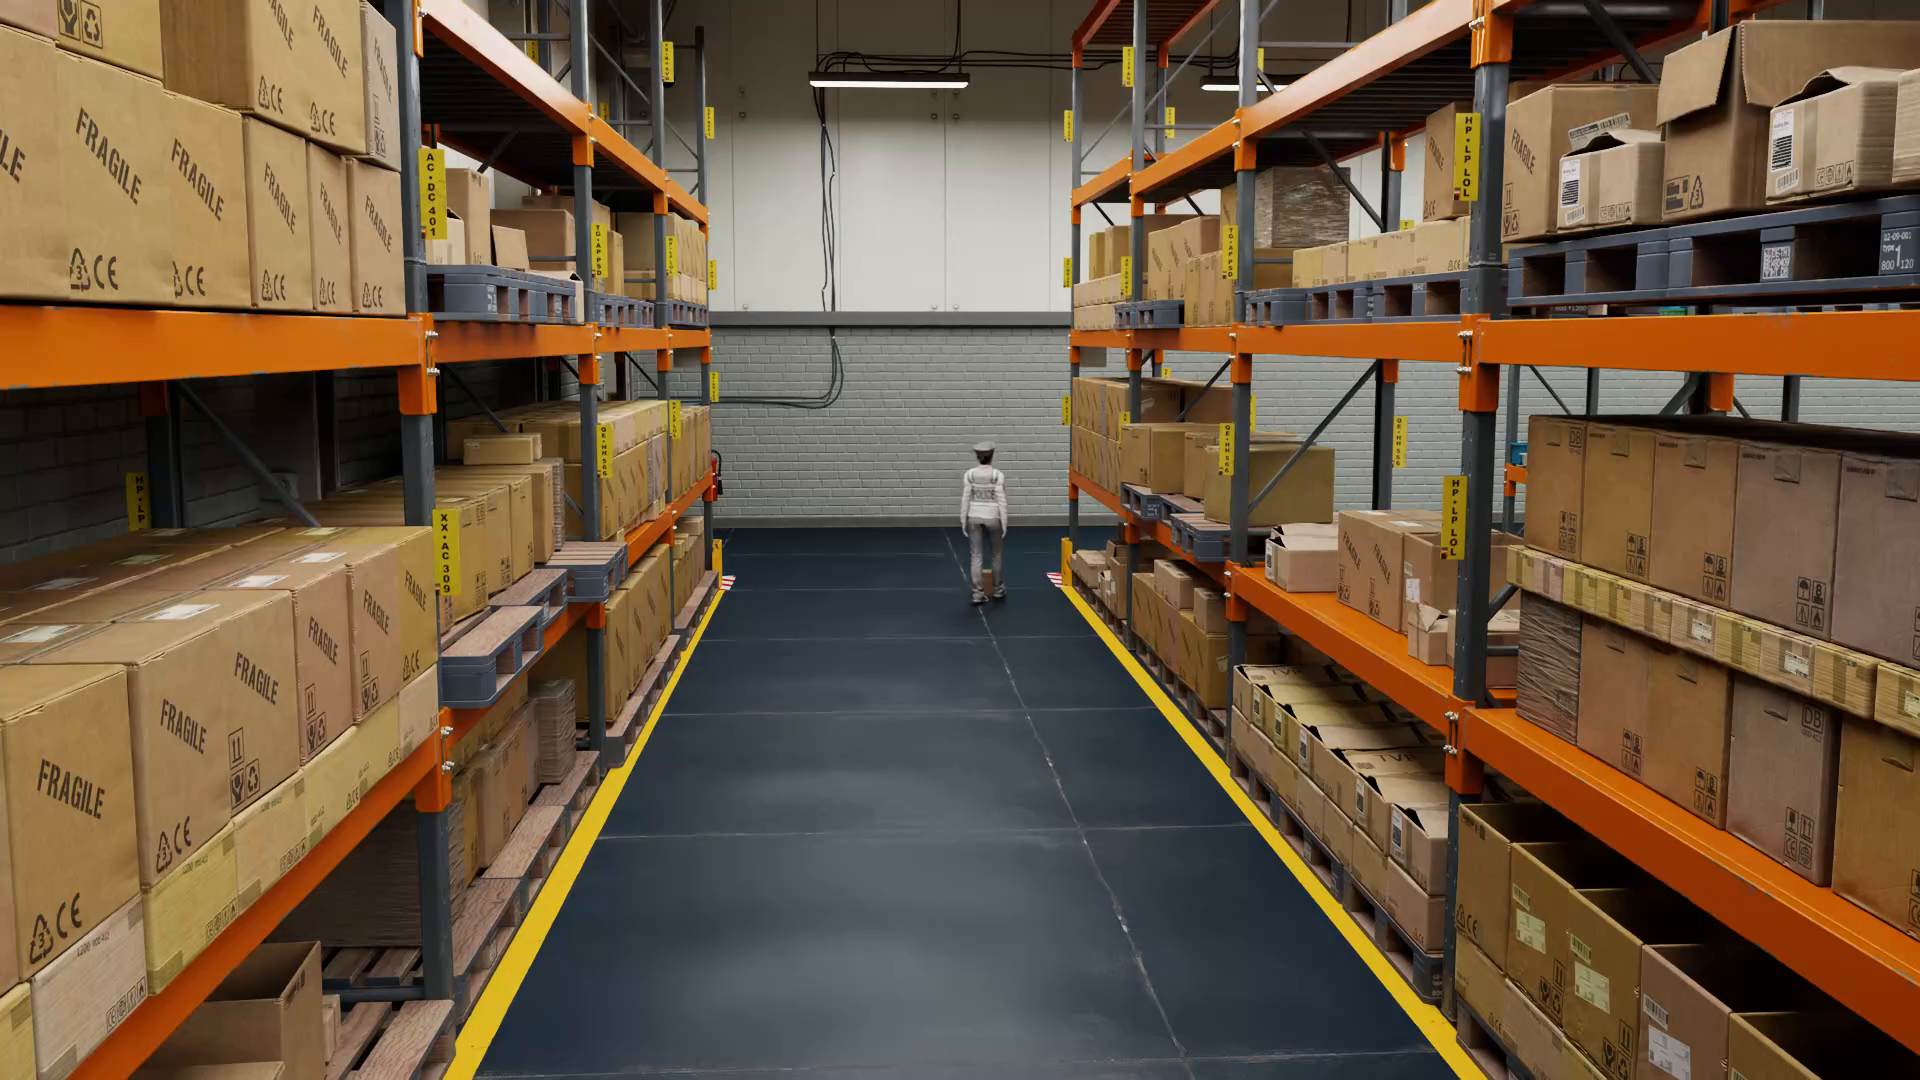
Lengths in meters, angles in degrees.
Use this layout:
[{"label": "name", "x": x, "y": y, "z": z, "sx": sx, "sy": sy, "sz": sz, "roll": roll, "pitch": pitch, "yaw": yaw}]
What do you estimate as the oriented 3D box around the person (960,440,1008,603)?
[{"label": "person", "x": 0.265, "y": -0.200, "z": 17.318, "sx": 0.499, "sy": 1.659, "sz": 0.694, "roll": 1, "pitch": 7, "yaw": 8}]
